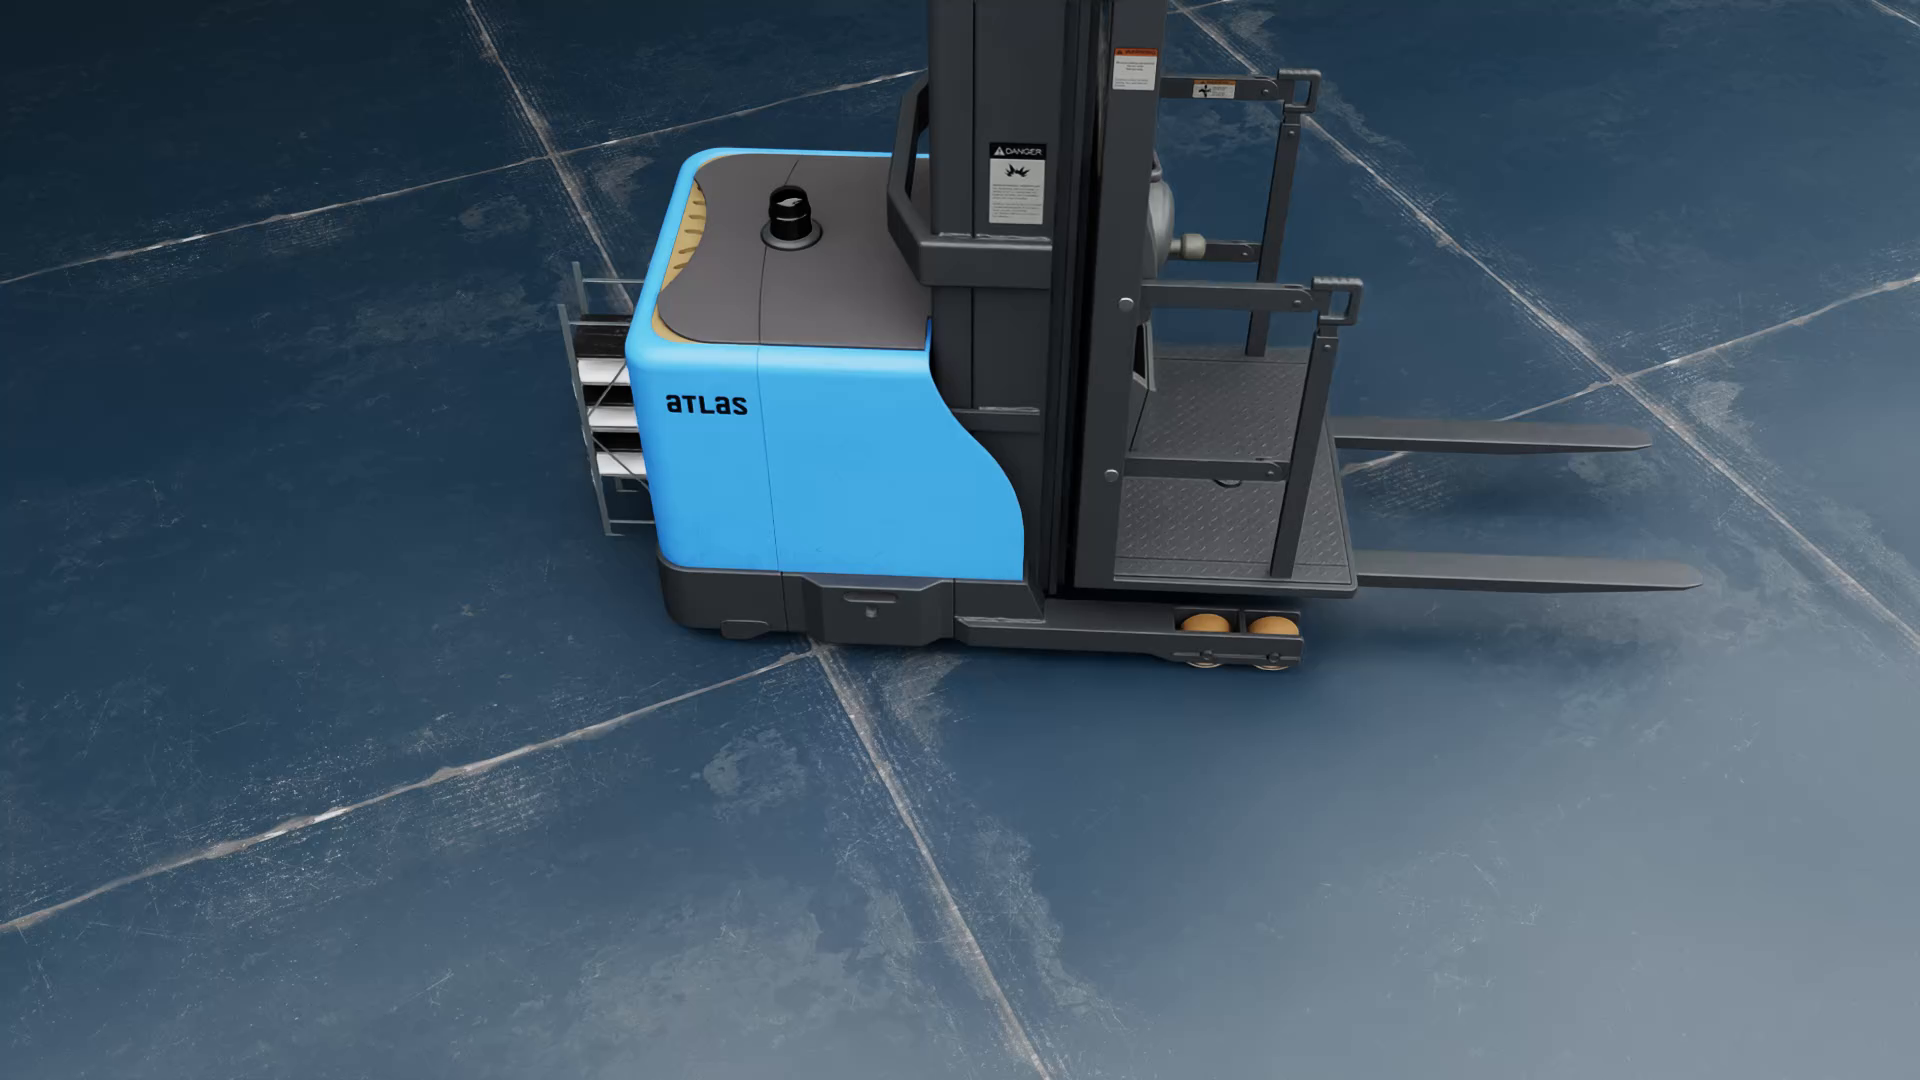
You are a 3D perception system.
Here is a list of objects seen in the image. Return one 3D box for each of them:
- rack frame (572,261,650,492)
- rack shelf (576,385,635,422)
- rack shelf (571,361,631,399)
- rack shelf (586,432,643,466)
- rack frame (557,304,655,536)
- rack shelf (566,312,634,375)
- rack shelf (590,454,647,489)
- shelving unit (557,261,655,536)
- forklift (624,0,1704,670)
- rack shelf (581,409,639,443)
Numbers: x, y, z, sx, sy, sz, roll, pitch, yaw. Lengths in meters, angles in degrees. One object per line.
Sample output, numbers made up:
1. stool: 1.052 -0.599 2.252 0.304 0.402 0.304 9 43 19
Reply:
1. rack frame: -0.995 -0.476 5.092 0.240 0.900 0.006 1 45 1
2. rack shelf: -0.999 -0.445 4.980 0.258 0.077 0.200 1 45 1
3. rack shelf: -0.999 -0.509 4.916 0.258 0.077 0.200 1 45 1
4. rack shelf: -0.999 -0.317 5.106 0.258 0.077 0.200 1 45 1
5. rack frame: -1.002 -0.333 4.947 0.240 0.900 0.006 1 45 1
6. rack shelf: -0.999 -0.573 4.853 0.258 0.077 0.200 1 45 1
7. rack shelf: -0.999 -0.253 5.169 0.258 0.077 0.200 1 45 1
8. shelving unit: -0.999 -0.405 5.019 0.258 0.900 0.210 1 45 1
9. forklift: 0.657 -1.048 4.226 3.031 2.935 1.130 2 45 2
10. rack shelf: -0.999 -0.381 5.043 0.258 0.077 0.200 1 45 1
